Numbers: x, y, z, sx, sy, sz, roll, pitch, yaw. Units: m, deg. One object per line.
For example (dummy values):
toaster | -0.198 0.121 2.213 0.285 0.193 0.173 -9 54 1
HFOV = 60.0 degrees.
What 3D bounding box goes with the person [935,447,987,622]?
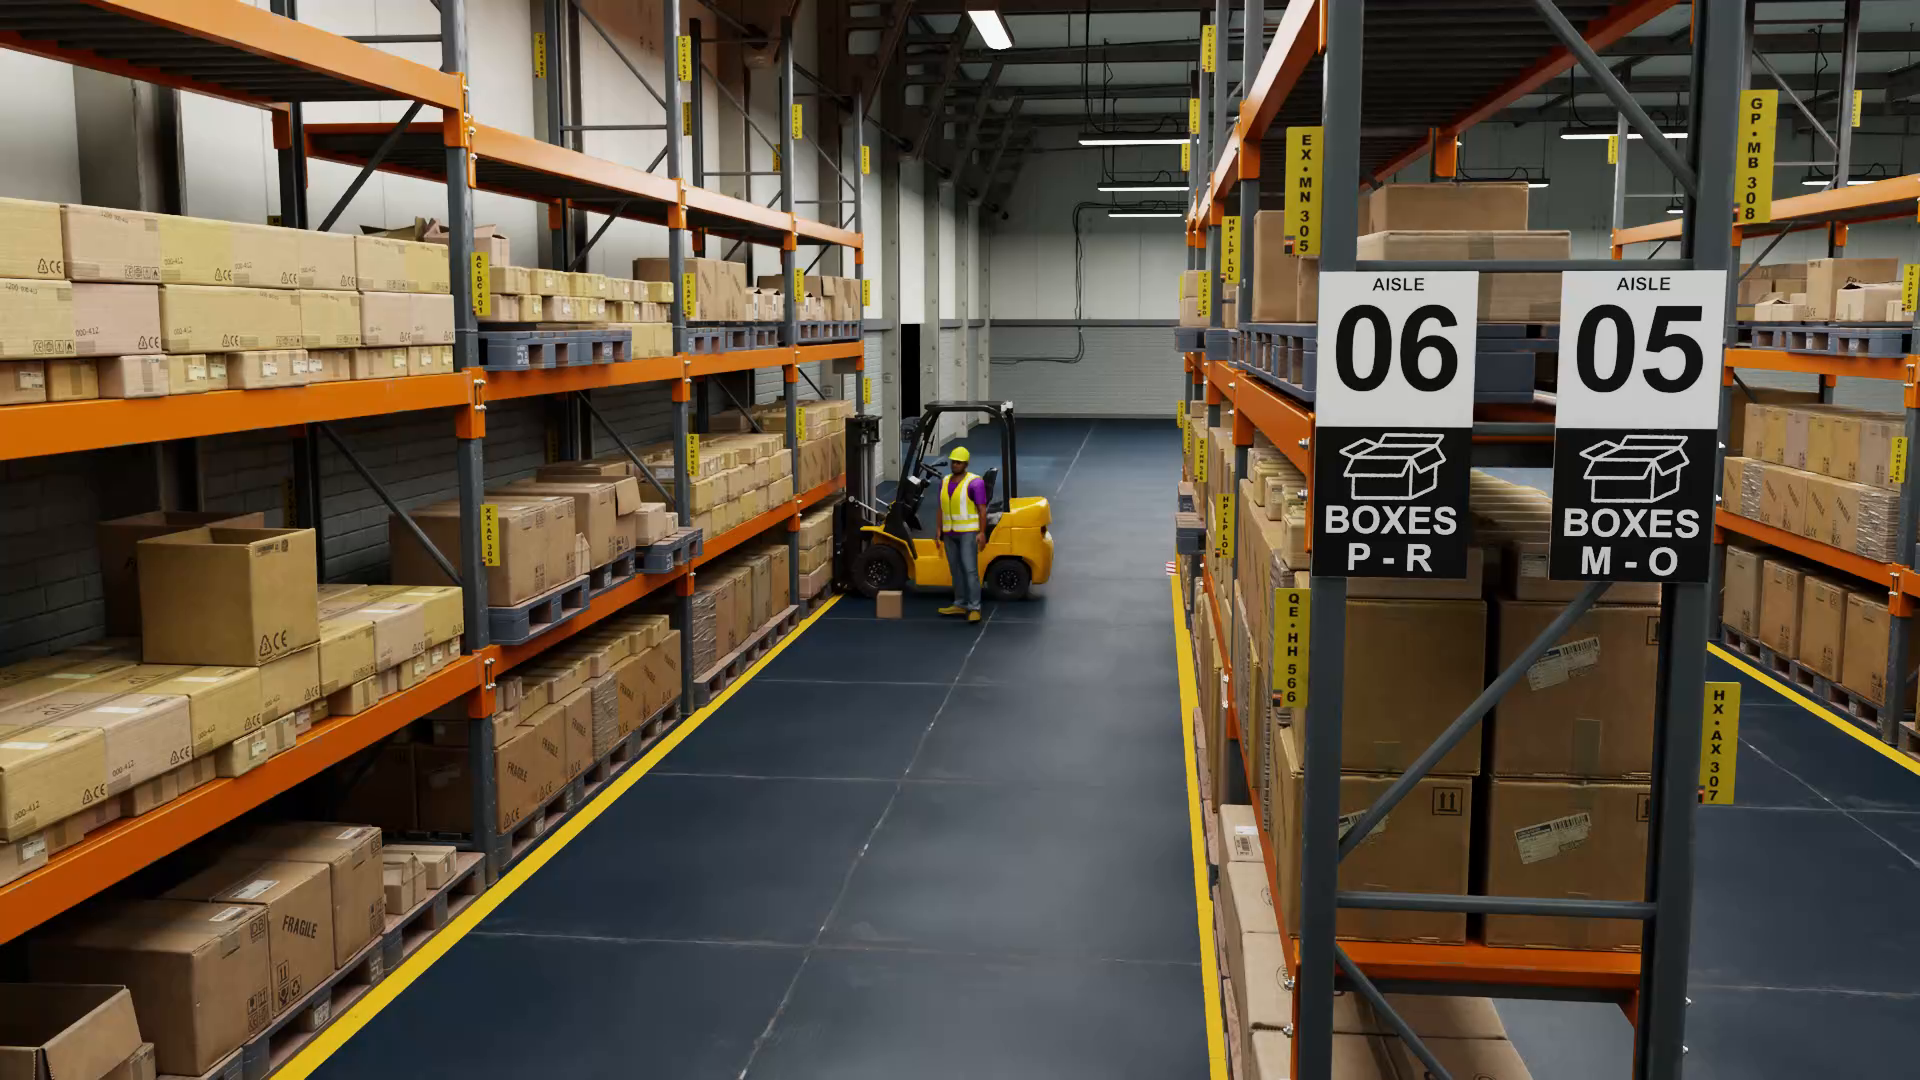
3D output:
person | 0.013 -0.071 17.065 0.677 1.764 0.463 6 10 39
